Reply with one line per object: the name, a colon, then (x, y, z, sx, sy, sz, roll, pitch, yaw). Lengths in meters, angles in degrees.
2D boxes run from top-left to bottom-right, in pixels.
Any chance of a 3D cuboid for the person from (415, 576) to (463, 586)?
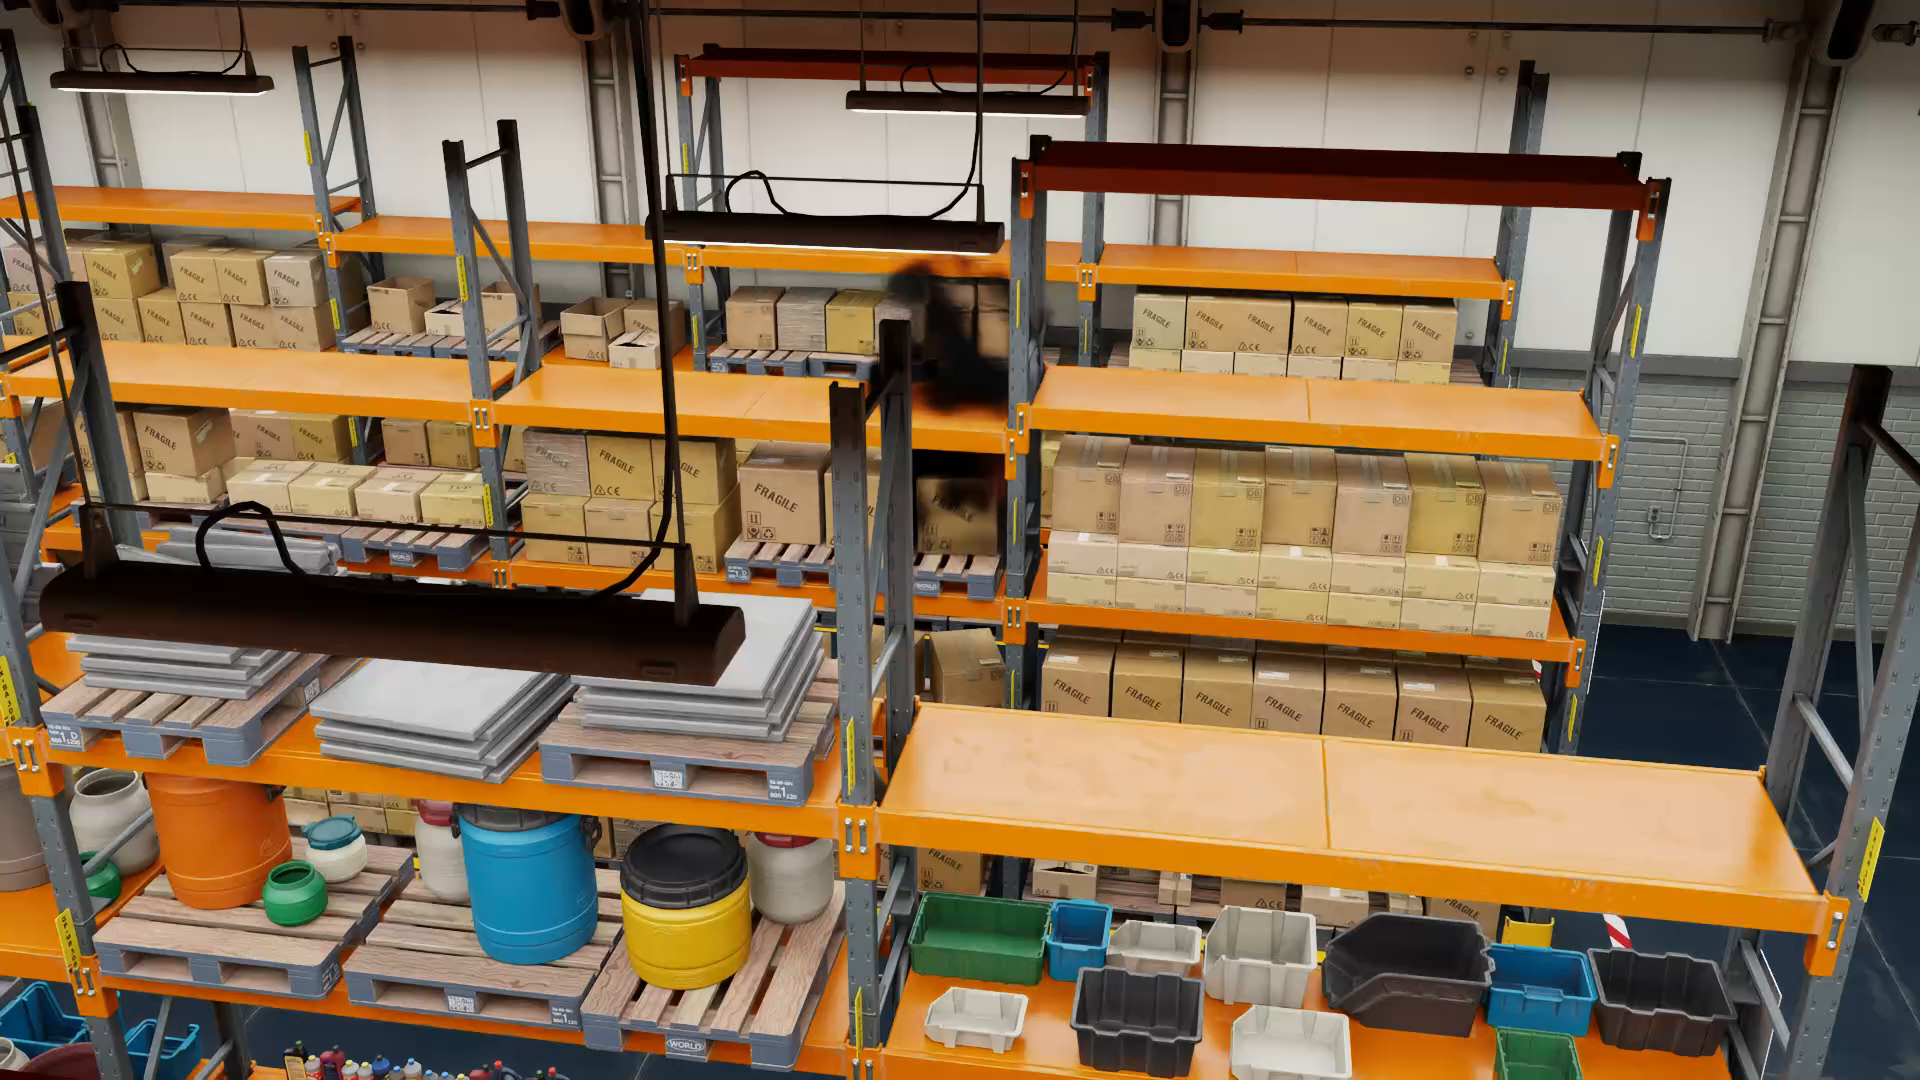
person: (-5.043, 0.890, 16.045, 0.872, 1.765, 0.711, 4, 23, 9)
